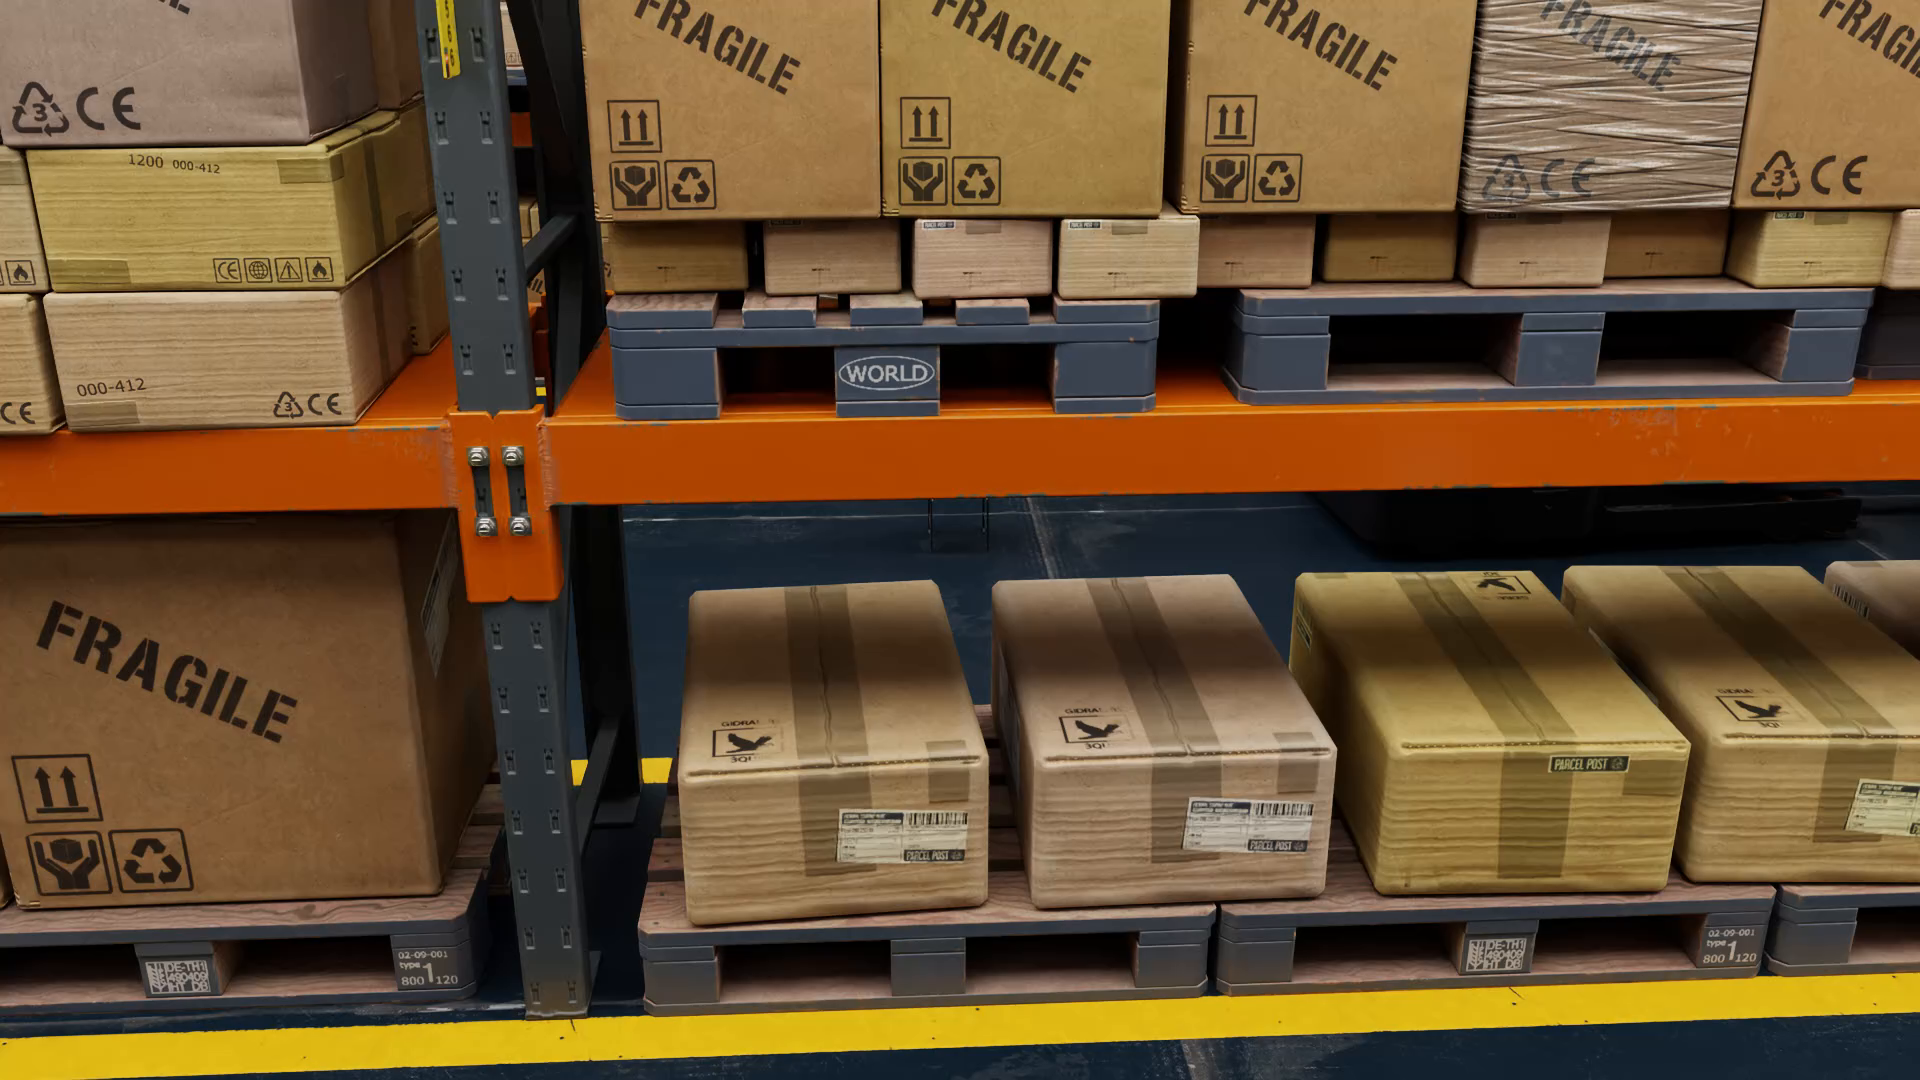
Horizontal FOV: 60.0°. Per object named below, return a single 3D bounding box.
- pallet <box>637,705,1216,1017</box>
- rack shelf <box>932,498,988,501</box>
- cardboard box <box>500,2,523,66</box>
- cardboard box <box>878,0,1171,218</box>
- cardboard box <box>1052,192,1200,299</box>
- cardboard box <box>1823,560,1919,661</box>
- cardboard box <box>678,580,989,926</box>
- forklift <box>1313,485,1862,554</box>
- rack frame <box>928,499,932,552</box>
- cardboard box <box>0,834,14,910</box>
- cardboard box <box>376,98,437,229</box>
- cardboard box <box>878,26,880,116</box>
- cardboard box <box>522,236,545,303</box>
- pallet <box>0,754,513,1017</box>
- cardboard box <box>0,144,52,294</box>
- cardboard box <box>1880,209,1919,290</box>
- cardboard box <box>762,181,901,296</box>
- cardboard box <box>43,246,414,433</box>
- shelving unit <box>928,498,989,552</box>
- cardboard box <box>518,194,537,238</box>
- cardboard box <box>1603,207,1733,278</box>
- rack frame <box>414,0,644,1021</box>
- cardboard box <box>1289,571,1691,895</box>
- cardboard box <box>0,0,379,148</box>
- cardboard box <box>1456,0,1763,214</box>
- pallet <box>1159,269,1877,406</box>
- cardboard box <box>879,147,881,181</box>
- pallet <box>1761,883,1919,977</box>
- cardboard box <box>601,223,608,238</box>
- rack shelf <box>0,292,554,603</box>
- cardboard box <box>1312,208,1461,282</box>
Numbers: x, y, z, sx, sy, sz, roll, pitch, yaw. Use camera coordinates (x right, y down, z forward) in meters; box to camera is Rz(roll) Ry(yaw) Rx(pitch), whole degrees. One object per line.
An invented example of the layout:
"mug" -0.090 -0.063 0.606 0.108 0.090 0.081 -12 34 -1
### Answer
"pallet" -0.093 0.713 3.950 1.213 0.211 1.003 -1 21 -3
"rack shelf" -0.008 -0.221 6.036 0.200 0.077 0.258 -1 21 -3
"cardboard box" -2.195 -2.327 7.639 0.500 0.250 0.500 -2 21 -6
"cardboard box" 0.109 -0.896 3.111 0.500 0.500 0.500 0 21 0
"cardboard box" 0.297 -0.575 3.178 0.250 0.149 0.380 -1 21 -3
"cardboard box" 2.596 0.388 3.990 0.625 0.372 0.950 -1 21 -2
"cardboard box" -0.309 0.449 3.828 0.625 0.372 0.950 -3 21 -7
"forklift" 2.861 -1.549 6.071 3.031 2.935 1.130 -3 21 -8
"rack frame" -0.110 -0.418 5.955 0.006 0.900 0.240 -1 21 -3
"cardboard box" -2.459 0.223 3.714 0.875 0.875 0.875 -1 21 -2
"cardboard box" -1.394 -0.815 3.555 0.500 0.250 0.500 -1 21 -3
"cardboard box" 0.080 -1.079 3.590 0.500 0.500 0.500 -1 21 -4
"cardboard box" -2.071 -1.274 8.175 0.500 0.500 0.500 -1 21 -4
"pallet" -1.665 0.718 3.938 1.213 0.211 1.003 -1 21 -3
"cardboard box" -1.854 -0.626 3.058 0.500 0.250 0.500 -2 21 -4
"cardboard box" 1.848 -0.602 3.251 0.250 0.149 0.380 -1 21 -3
"cardboard box" -0.254 -0.588 3.212 0.250 0.149 0.380 -2 21 -6
"cardboard box" -1.364 -0.402 3.171 0.500 0.250 0.500 -2 21 -5
"shelving unit" -0.008 -0.420 5.960 0.210 0.900 0.258 -1 21 -3
"cardboard box" -2.175 -1.563 8.021 0.250 0.149 0.380 -2 21 -5
"cardboard box" 1.334 -0.642 3.353 0.250 0.149 0.380 -2 21 -5
"rack frame" -0.874 -0.574 3.414 0.127 3.000 1.000 -1 21 -3
"cardboard box" 1.185 0.418 3.910 0.625 0.372 0.950 0 21 -1
"cardboard box" -1.375 -0.985 2.947 0.500 0.500 0.500 -2 21 -5
"cardboard box" 1.138 -0.917 3.165 0.500 0.500 0.500 -2 21 -5
"pallet" 1.100 -0.540 3.592 1.213 0.211 1.003 -1 21 -3
"cardboard box" -0.296 -0.775 3.703 0.250 0.149 0.380 -1 21 -2
"pallet" 2.343 0.664 4.081 1.213 0.211 1.003 -1 21 -3
"cardboard box" -1.639 -1.569 8.037 0.250 0.149 0.380 -2 21 -6
"rack shelf" -2.870 -0.198 3.435 4.000 0.370 1.077 -1 21 -3
"cardboard box" 0.813 -0.627 3.316 0.250 0.149 0.380 0 21 -1
